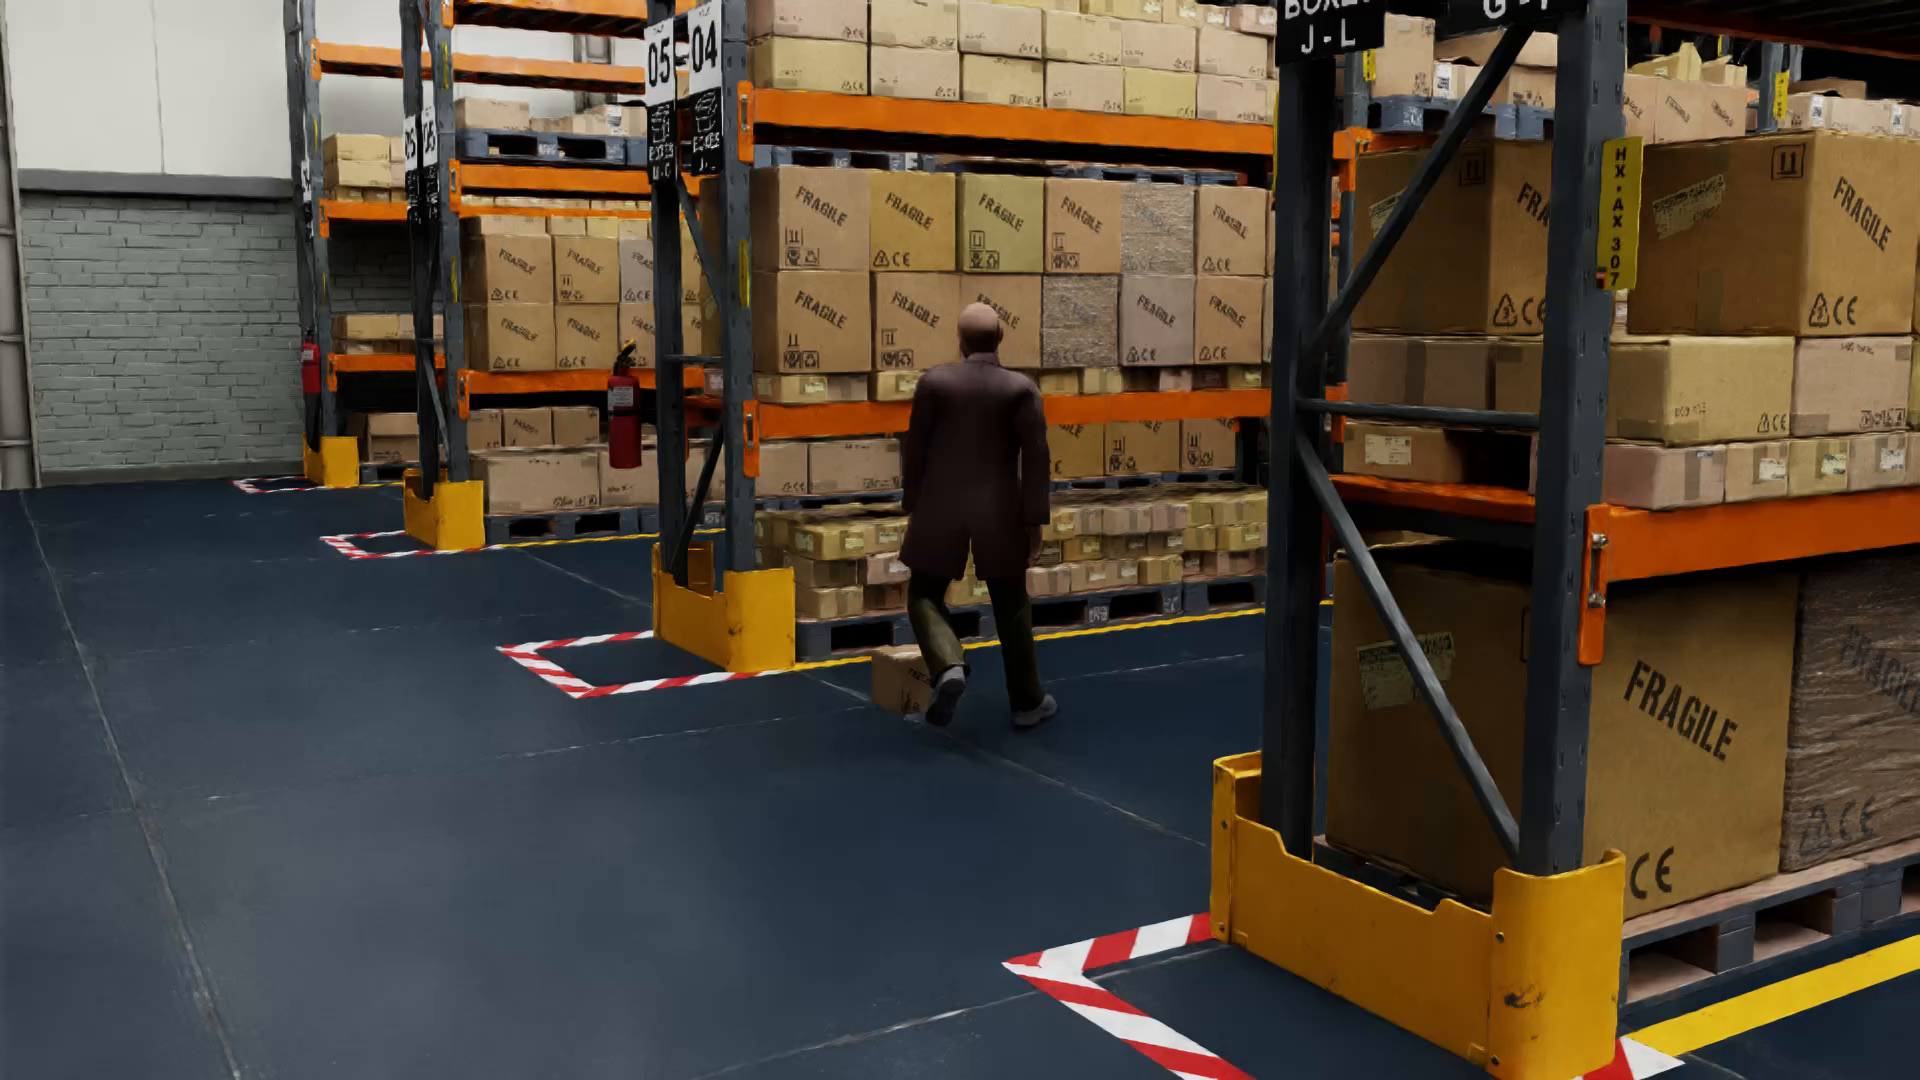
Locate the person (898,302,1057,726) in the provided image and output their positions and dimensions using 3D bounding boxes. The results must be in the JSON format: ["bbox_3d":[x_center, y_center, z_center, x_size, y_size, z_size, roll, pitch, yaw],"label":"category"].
[{"bbox_3d":[0.093,-0.052,6.845,0.695,1.708,0.704,0,8,-3],"label":"person"}]
